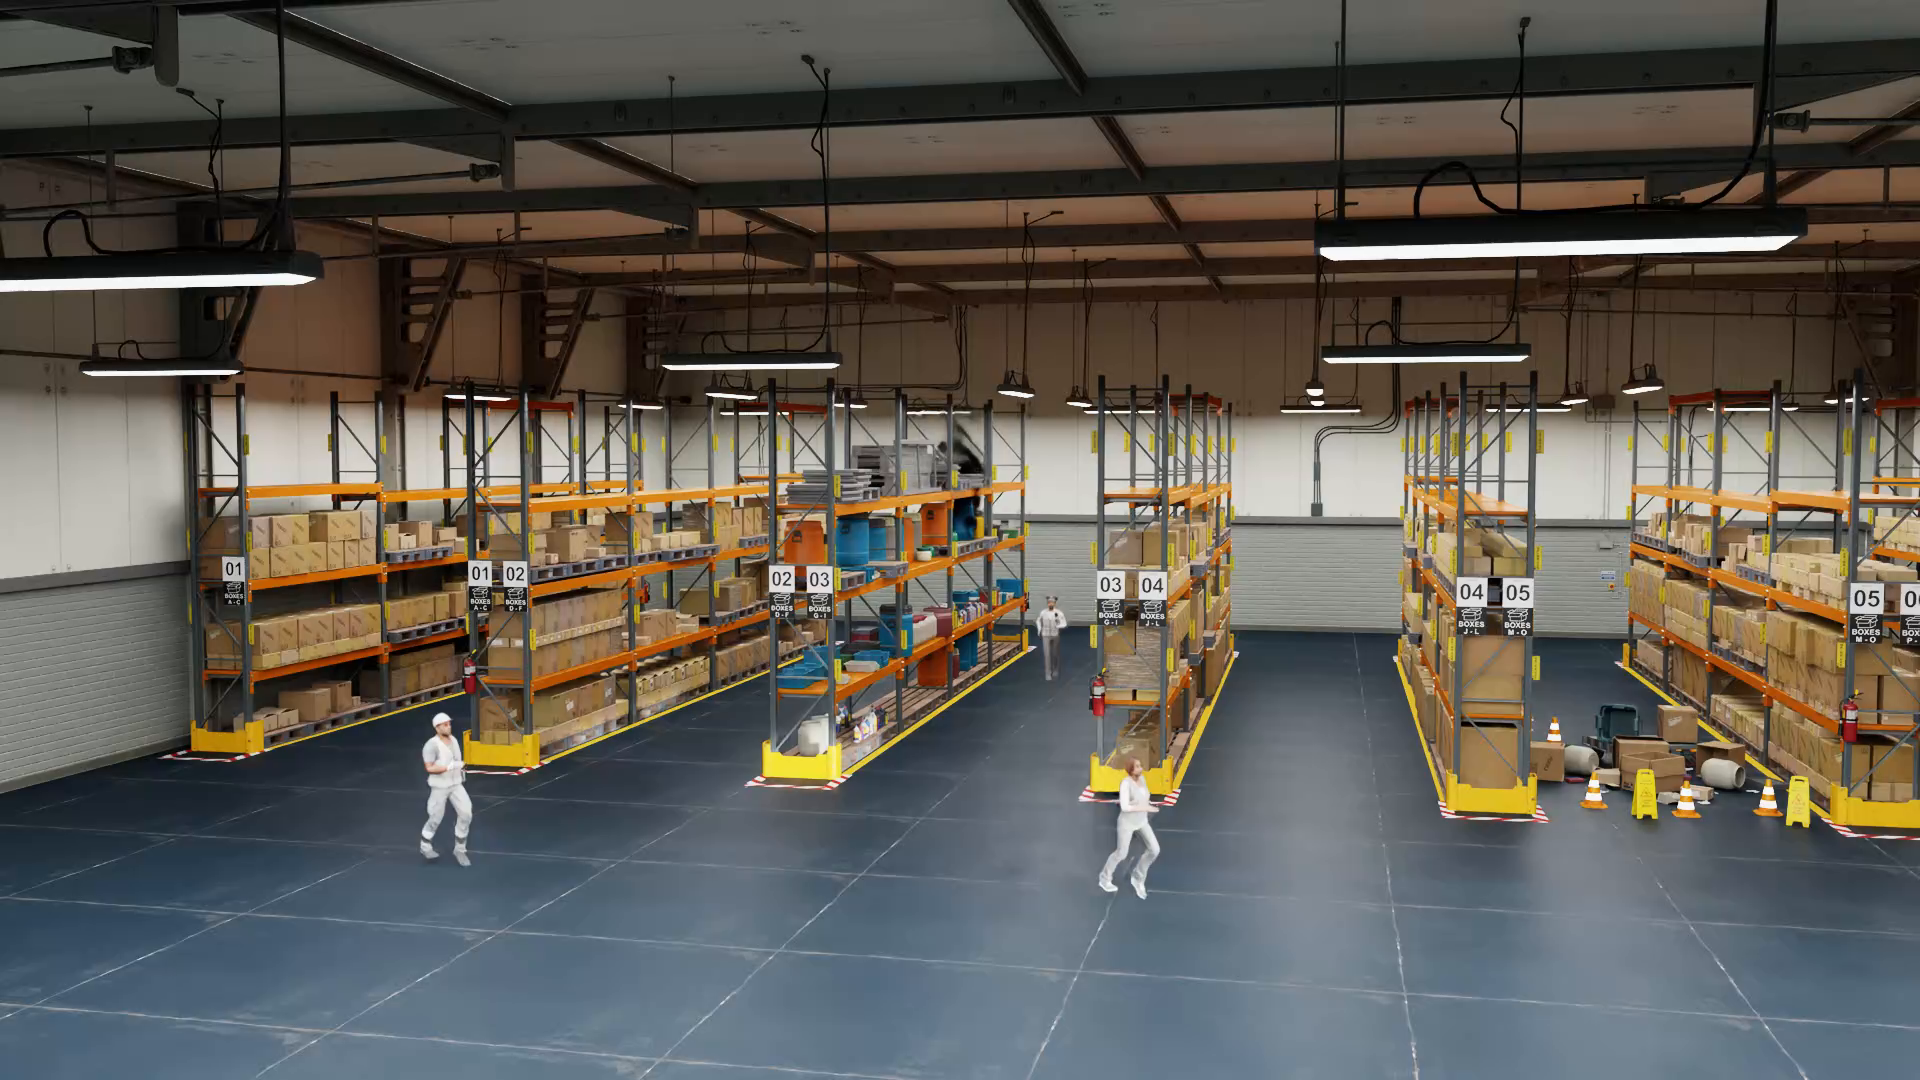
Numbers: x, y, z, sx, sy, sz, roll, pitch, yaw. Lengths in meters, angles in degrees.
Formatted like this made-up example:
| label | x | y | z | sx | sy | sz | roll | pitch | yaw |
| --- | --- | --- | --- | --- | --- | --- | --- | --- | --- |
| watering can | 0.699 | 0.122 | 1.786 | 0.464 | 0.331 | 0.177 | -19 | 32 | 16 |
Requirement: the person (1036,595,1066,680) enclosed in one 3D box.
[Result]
| label | x | y | z | sx | sy | sz | roll | pitch | yaw |
| --- | --- | --- | --- | --- | --- | --- | --- | --- | --- |
| person | 1.828 | 1.956 | 33.459 | 0.624 | 1.696 | 0.789 | 0 | 3 | 7 |

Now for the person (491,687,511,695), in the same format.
| label | x | y | z | sx | sy | sz | roll | pitch | yaw |
| --- | --- | --- | --- | --- | --- | --- | --- | --- | --- |
| person | -8.233 | 2.534 | 29.913 | 0.574 | 1.517 | 0.561 | 0 | 3 | 2 |

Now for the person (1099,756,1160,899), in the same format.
| label | x | y | z | sx | sy | sz | roll | pitch | yaw |
| --- | --- | --- | --- | --- | --- | --- | --- | --- | --- |
| person | 1.908 | 3.149 | 18.303 | 0.548 | 1.582 | 0.808 | -3 | 4 | -40 |

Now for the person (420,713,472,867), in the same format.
| label | x | y | z | sx | sy | sz | roll | pitch | yaw |
| --- | --- | --- | --- | --- | --- | --- | --- | --- | --- |
| person | -6.116 | 2.974 | 19.791 | 0.774 | 1.845 | 0.643 | 2 | 4 | 34 |
